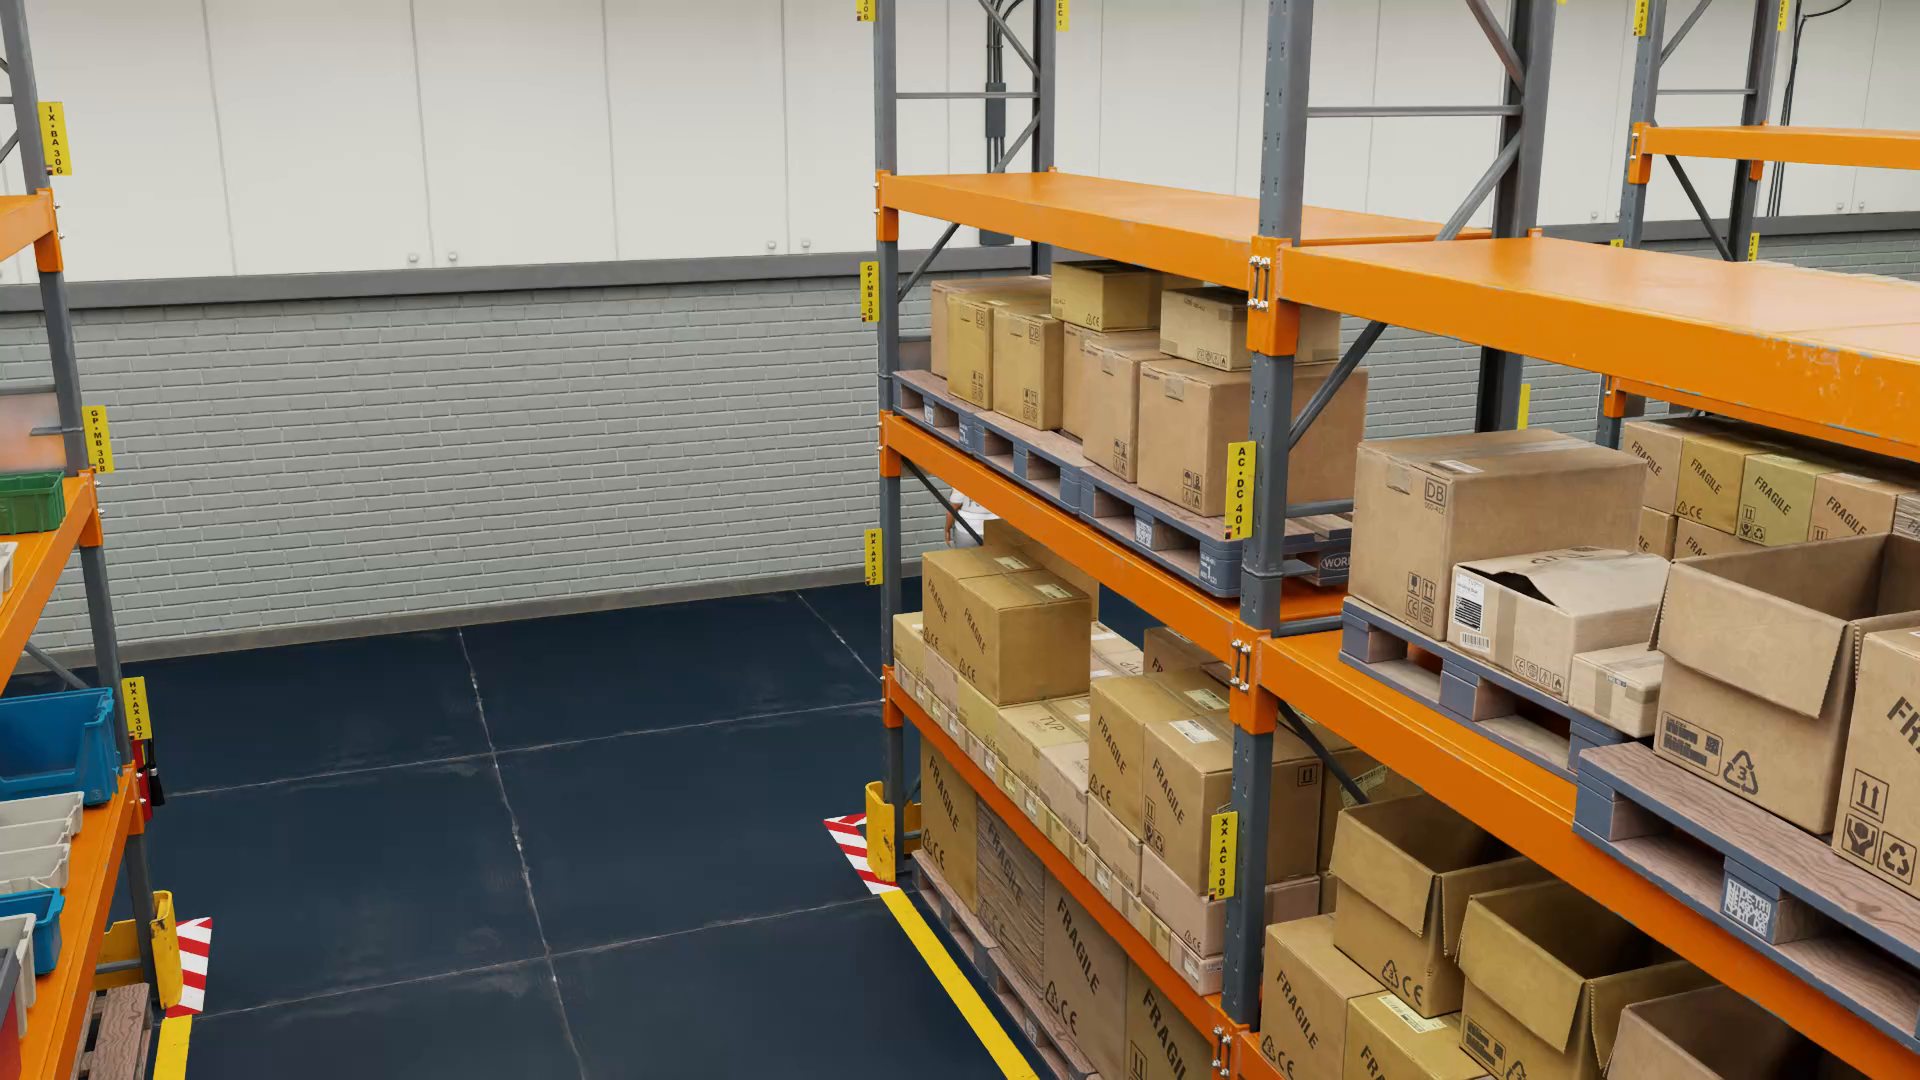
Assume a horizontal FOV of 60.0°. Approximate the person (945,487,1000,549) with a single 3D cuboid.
[{"bbox_3d":[0.130,-0.103,14.350,0.598,1.670,0.529,-6,17,-20],"label":"person"}]
